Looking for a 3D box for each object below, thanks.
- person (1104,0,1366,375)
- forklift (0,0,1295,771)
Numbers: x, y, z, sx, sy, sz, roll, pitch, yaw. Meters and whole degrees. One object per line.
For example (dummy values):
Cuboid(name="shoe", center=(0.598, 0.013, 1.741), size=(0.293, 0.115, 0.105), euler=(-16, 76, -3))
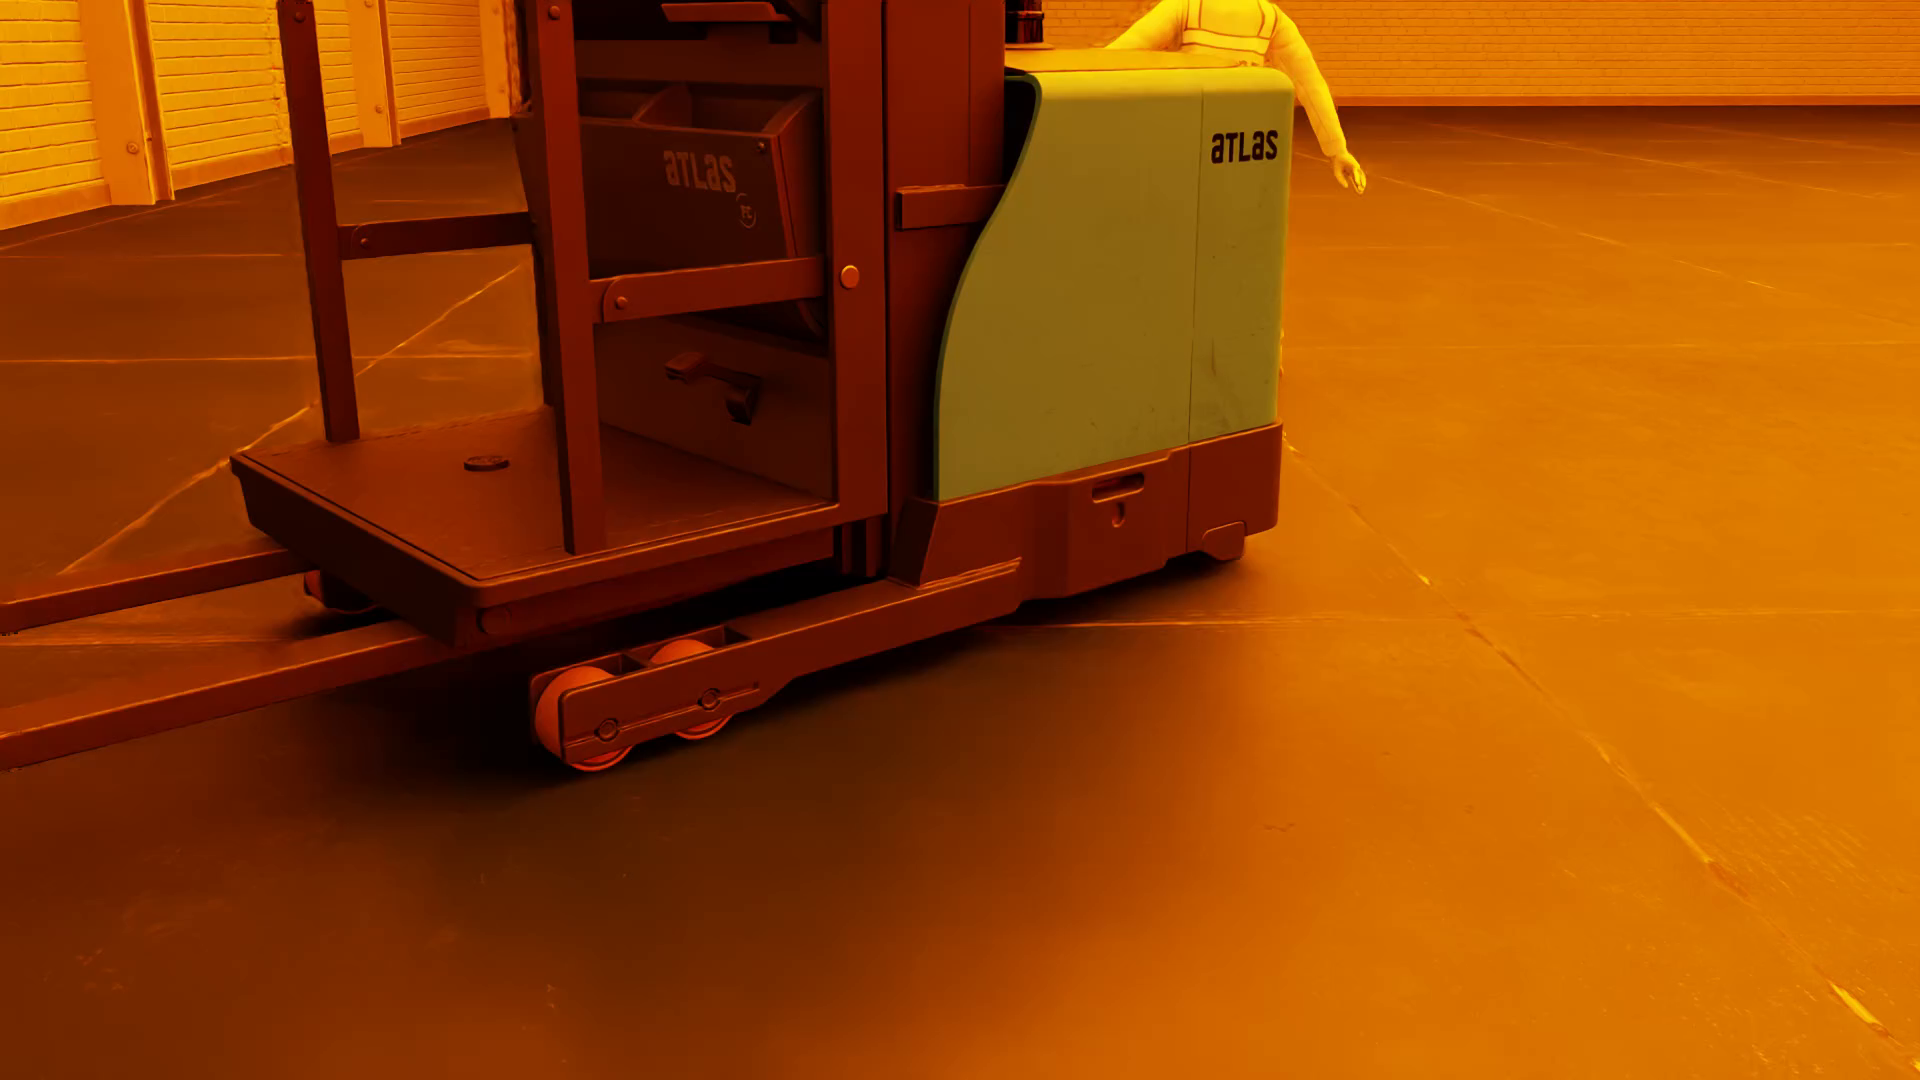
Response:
Cuboid(name="person", center=(0.836, -1.254, 5.516), size=(1.042, 1.555, 0.468), euler=(-2, 17, -6))
Cuboid(name="forklift", center=(-0.717, -1.200, 2.830), size=(3.031, 2.935, 1.130), euler=(-14, 22, -39))
